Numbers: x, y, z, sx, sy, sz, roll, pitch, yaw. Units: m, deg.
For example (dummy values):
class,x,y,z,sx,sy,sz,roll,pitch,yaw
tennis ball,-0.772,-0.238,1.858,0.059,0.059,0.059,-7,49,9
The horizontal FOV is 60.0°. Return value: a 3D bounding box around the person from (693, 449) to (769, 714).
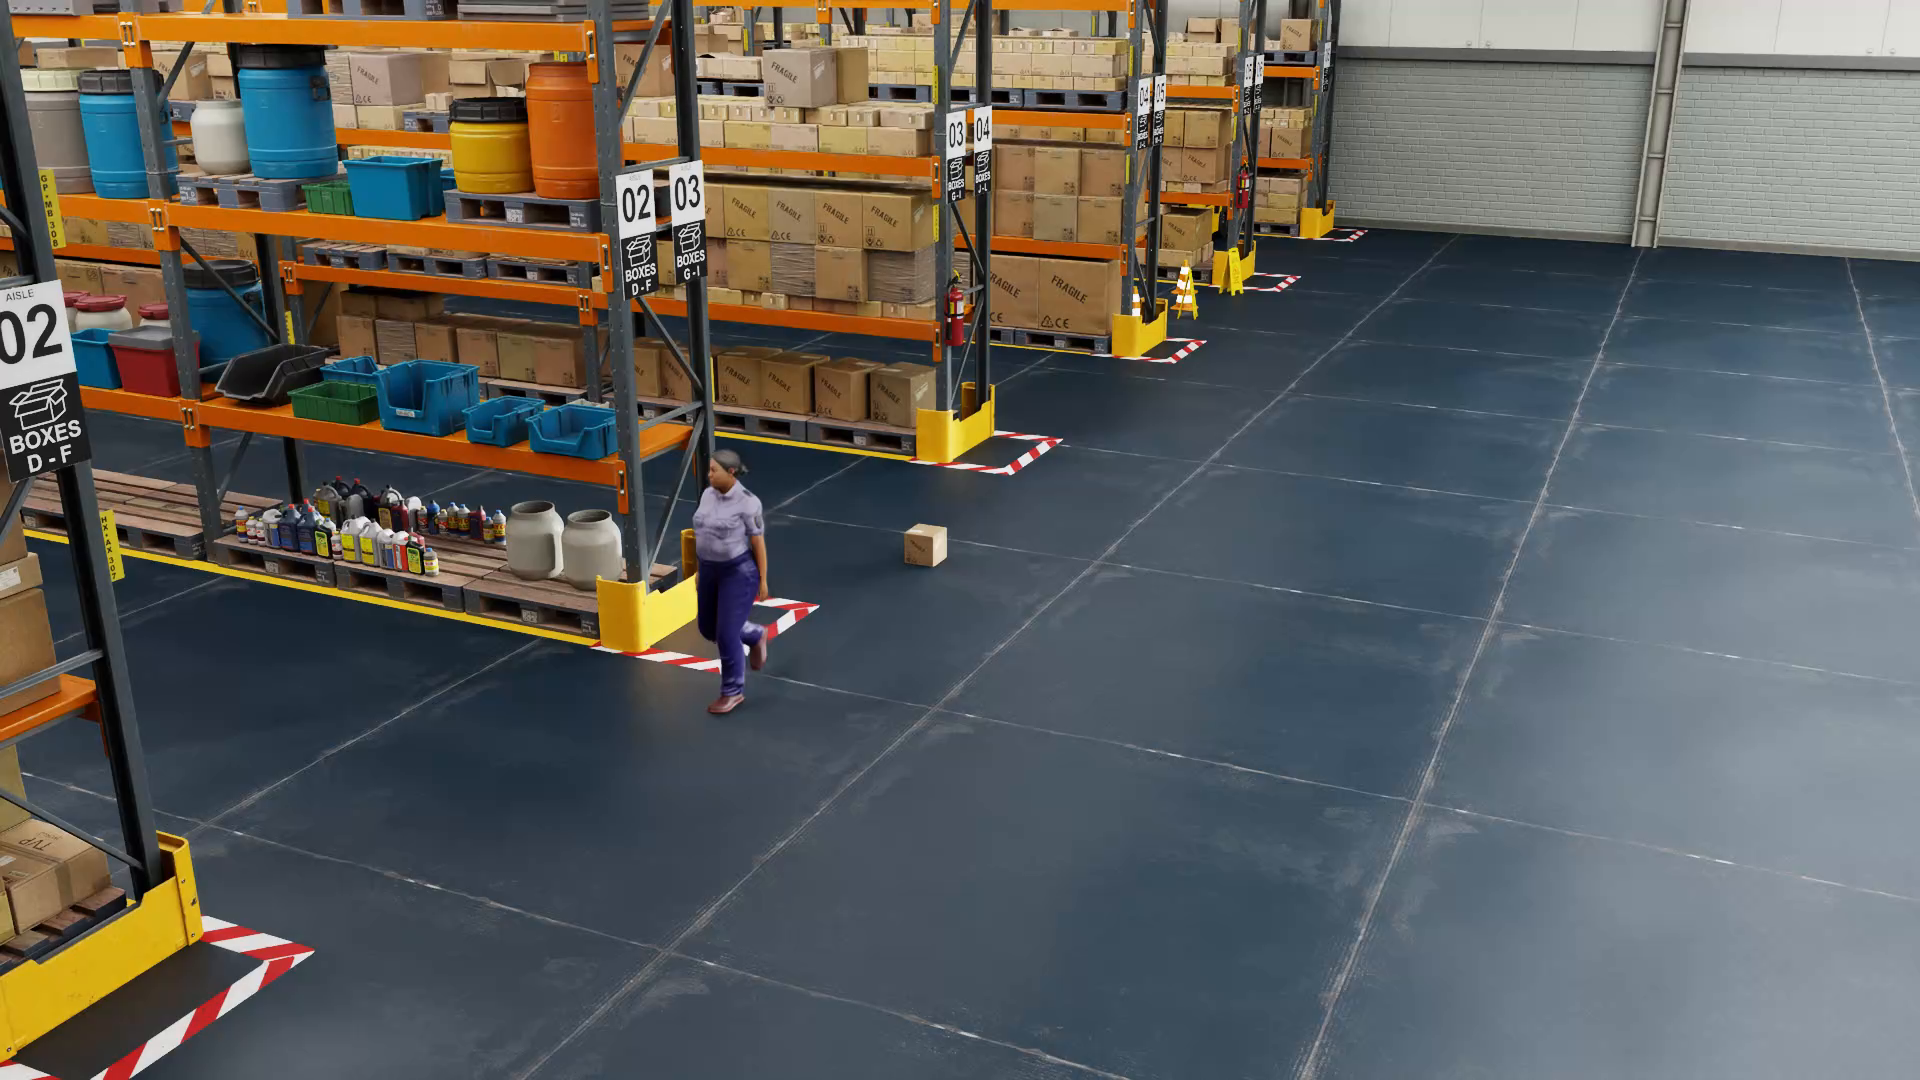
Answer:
class,x,y,z,sx,sy,sz,roll,pitch,yaw
person,-1.437,0.213,10.450,0.490,1.596,0.776,13,23,32
